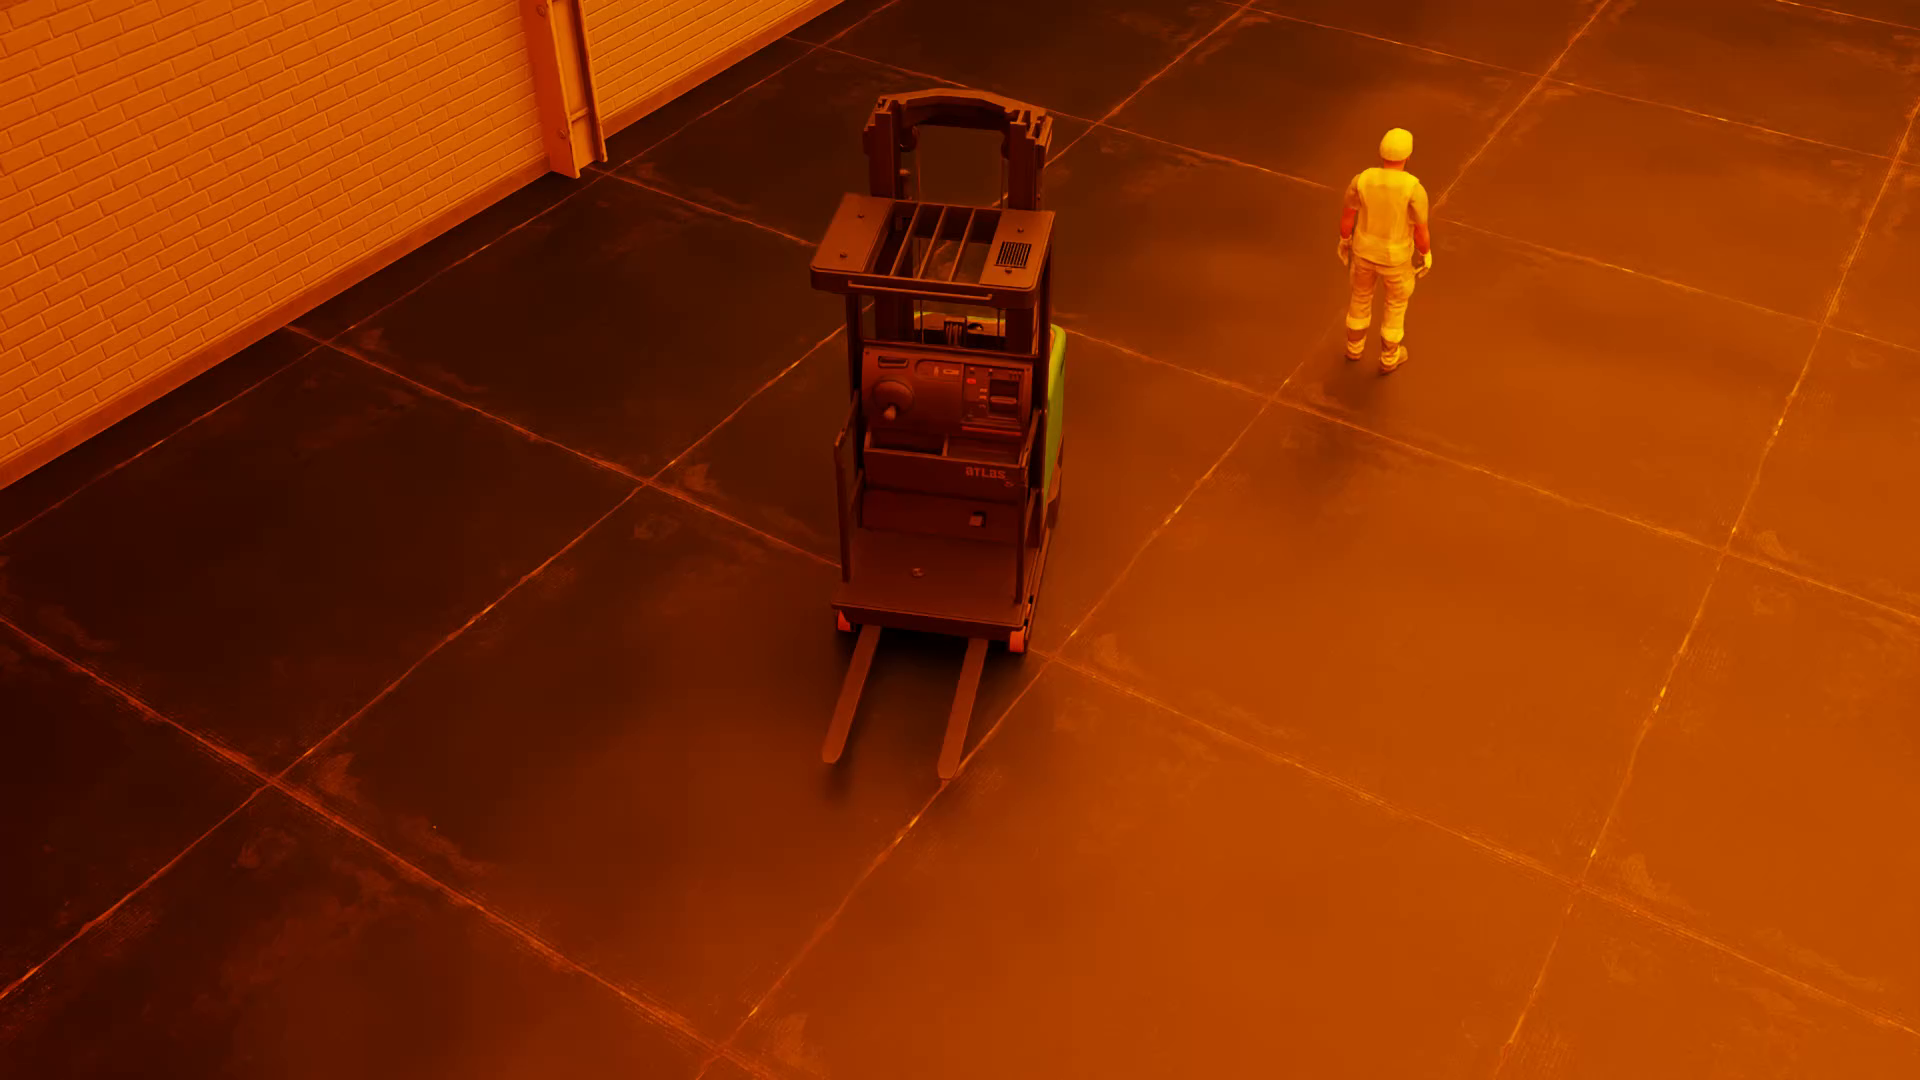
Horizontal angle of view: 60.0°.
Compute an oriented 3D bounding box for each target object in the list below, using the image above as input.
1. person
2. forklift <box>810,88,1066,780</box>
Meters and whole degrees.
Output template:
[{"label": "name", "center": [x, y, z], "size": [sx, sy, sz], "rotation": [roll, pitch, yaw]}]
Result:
[{"label": "person", "center": [2.861, -1.947, 11.156], "size": [0.633, 1.802, 0.478], "rotation": [22, 45, 24]}, {"label": "forklift", "center": [-0.108, -0.731, 8.830], "size": [1.130, 2.935, 3.031], "rotation": [7, 41, 8]}]
